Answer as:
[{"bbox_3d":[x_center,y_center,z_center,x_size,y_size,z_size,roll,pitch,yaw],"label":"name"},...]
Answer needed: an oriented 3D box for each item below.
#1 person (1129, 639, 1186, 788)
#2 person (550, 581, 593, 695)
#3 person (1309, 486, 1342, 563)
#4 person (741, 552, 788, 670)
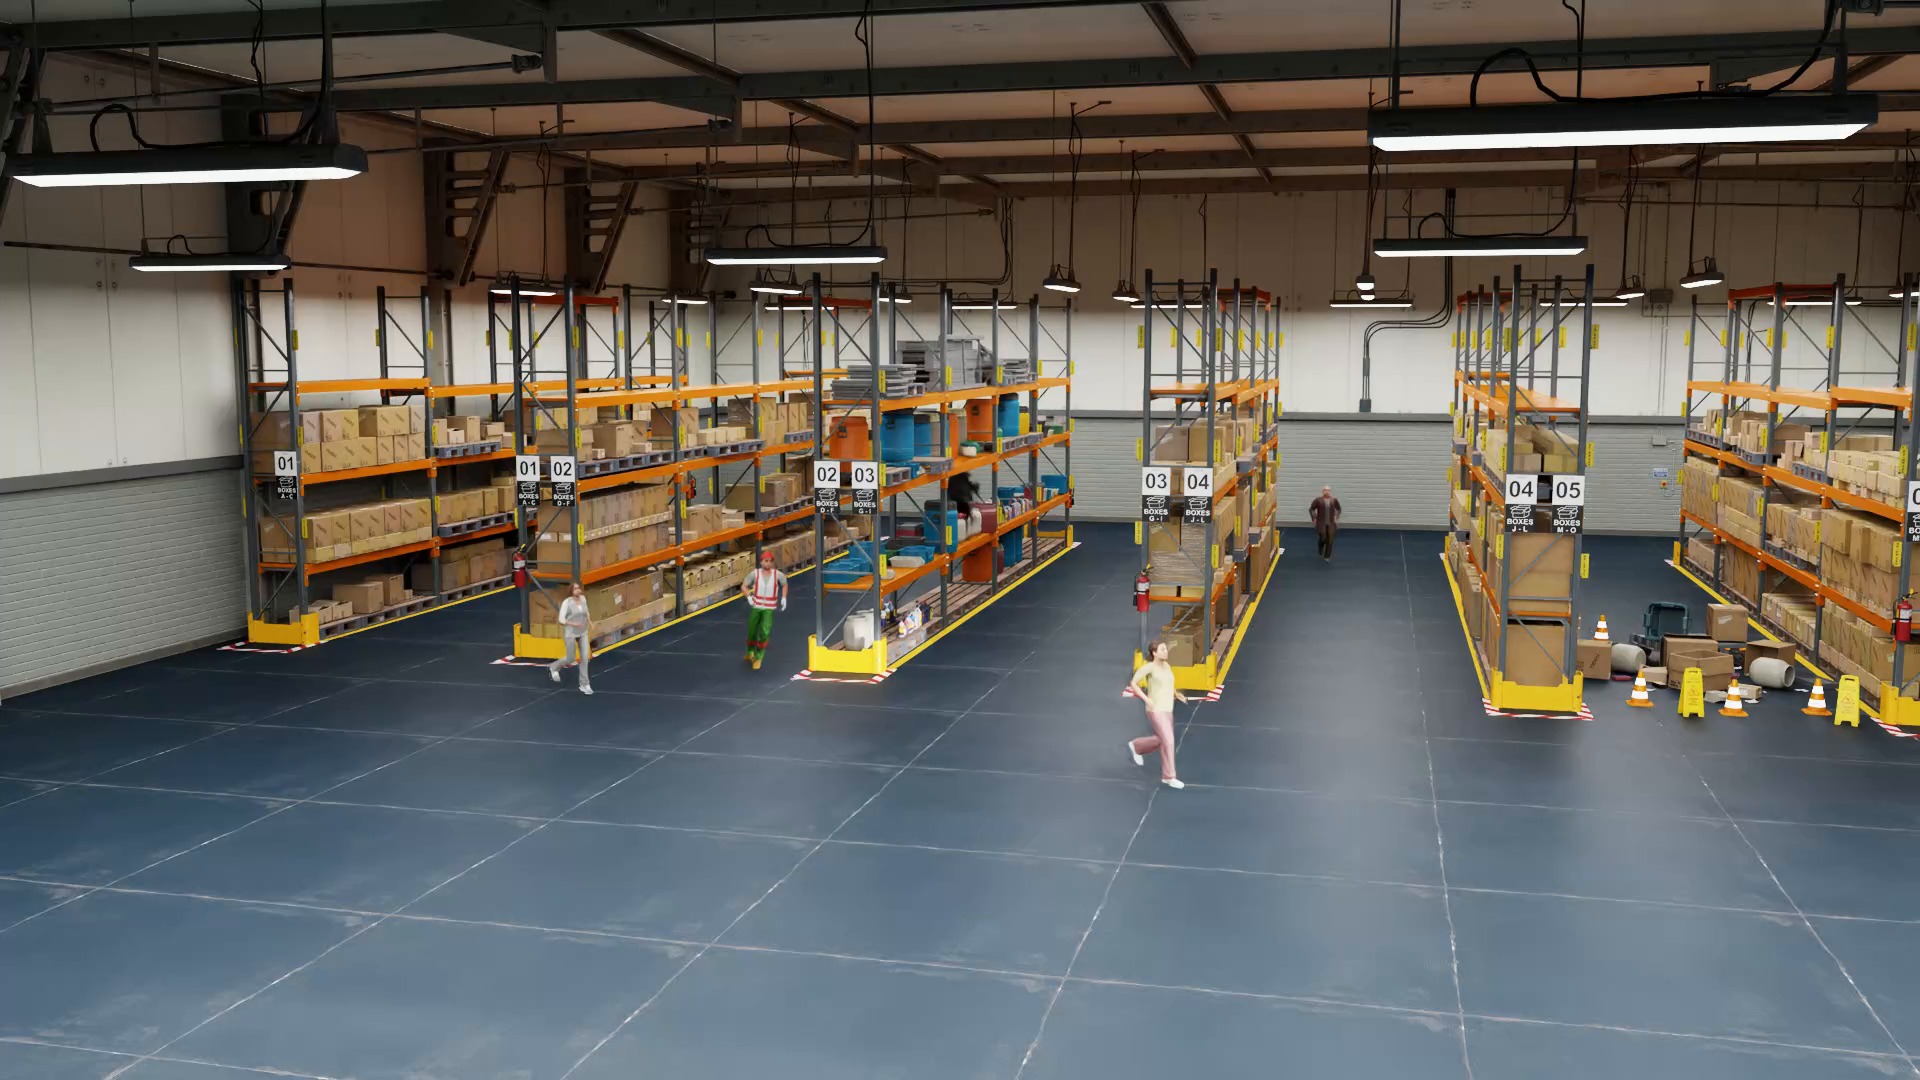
[{"bbox_3d":[2.217,1.946,18.875,0.818,1.651,0.579,7,10,44],"label":"person"},{"bbox_3d":[-5.520,1.375,23.783,0.550,1.599,0.860,-7,10,-44],"label":"person"},{"bbox_3d":[8.298,-0.364,37.730,0.722,1.735,0.653,0,7,3],"label":"person"},{"bbox_3d":[-3.016,1.071,25.599,0.722,1.802,0.707,0,7,-3],"label":"person"}]
